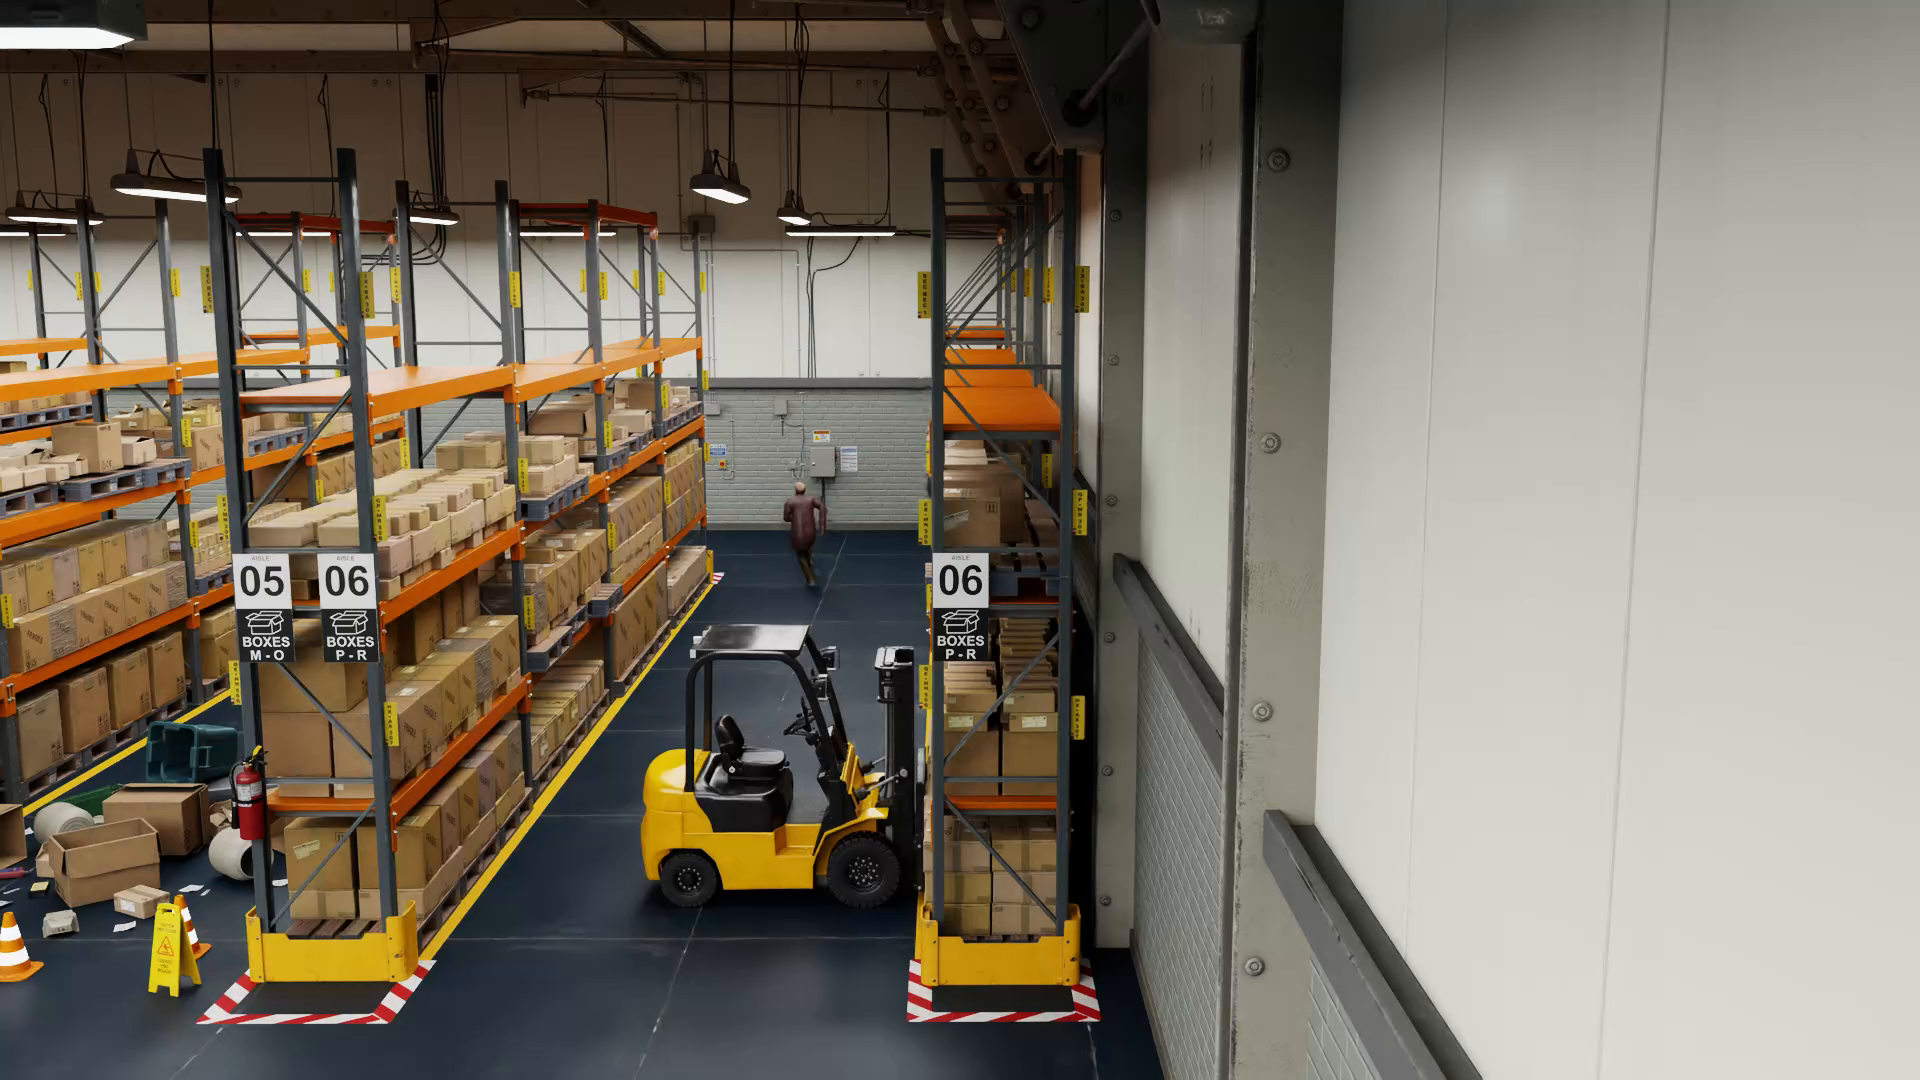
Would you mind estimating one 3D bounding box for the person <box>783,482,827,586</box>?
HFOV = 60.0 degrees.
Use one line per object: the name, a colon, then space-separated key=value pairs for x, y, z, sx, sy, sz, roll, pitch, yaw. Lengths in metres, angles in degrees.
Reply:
person: x=-2.597 y=-0.064 z=27.636 sx=0.658 sy=1.584 sz=0.827 roll=-4 pitch=10 yaw=-26
